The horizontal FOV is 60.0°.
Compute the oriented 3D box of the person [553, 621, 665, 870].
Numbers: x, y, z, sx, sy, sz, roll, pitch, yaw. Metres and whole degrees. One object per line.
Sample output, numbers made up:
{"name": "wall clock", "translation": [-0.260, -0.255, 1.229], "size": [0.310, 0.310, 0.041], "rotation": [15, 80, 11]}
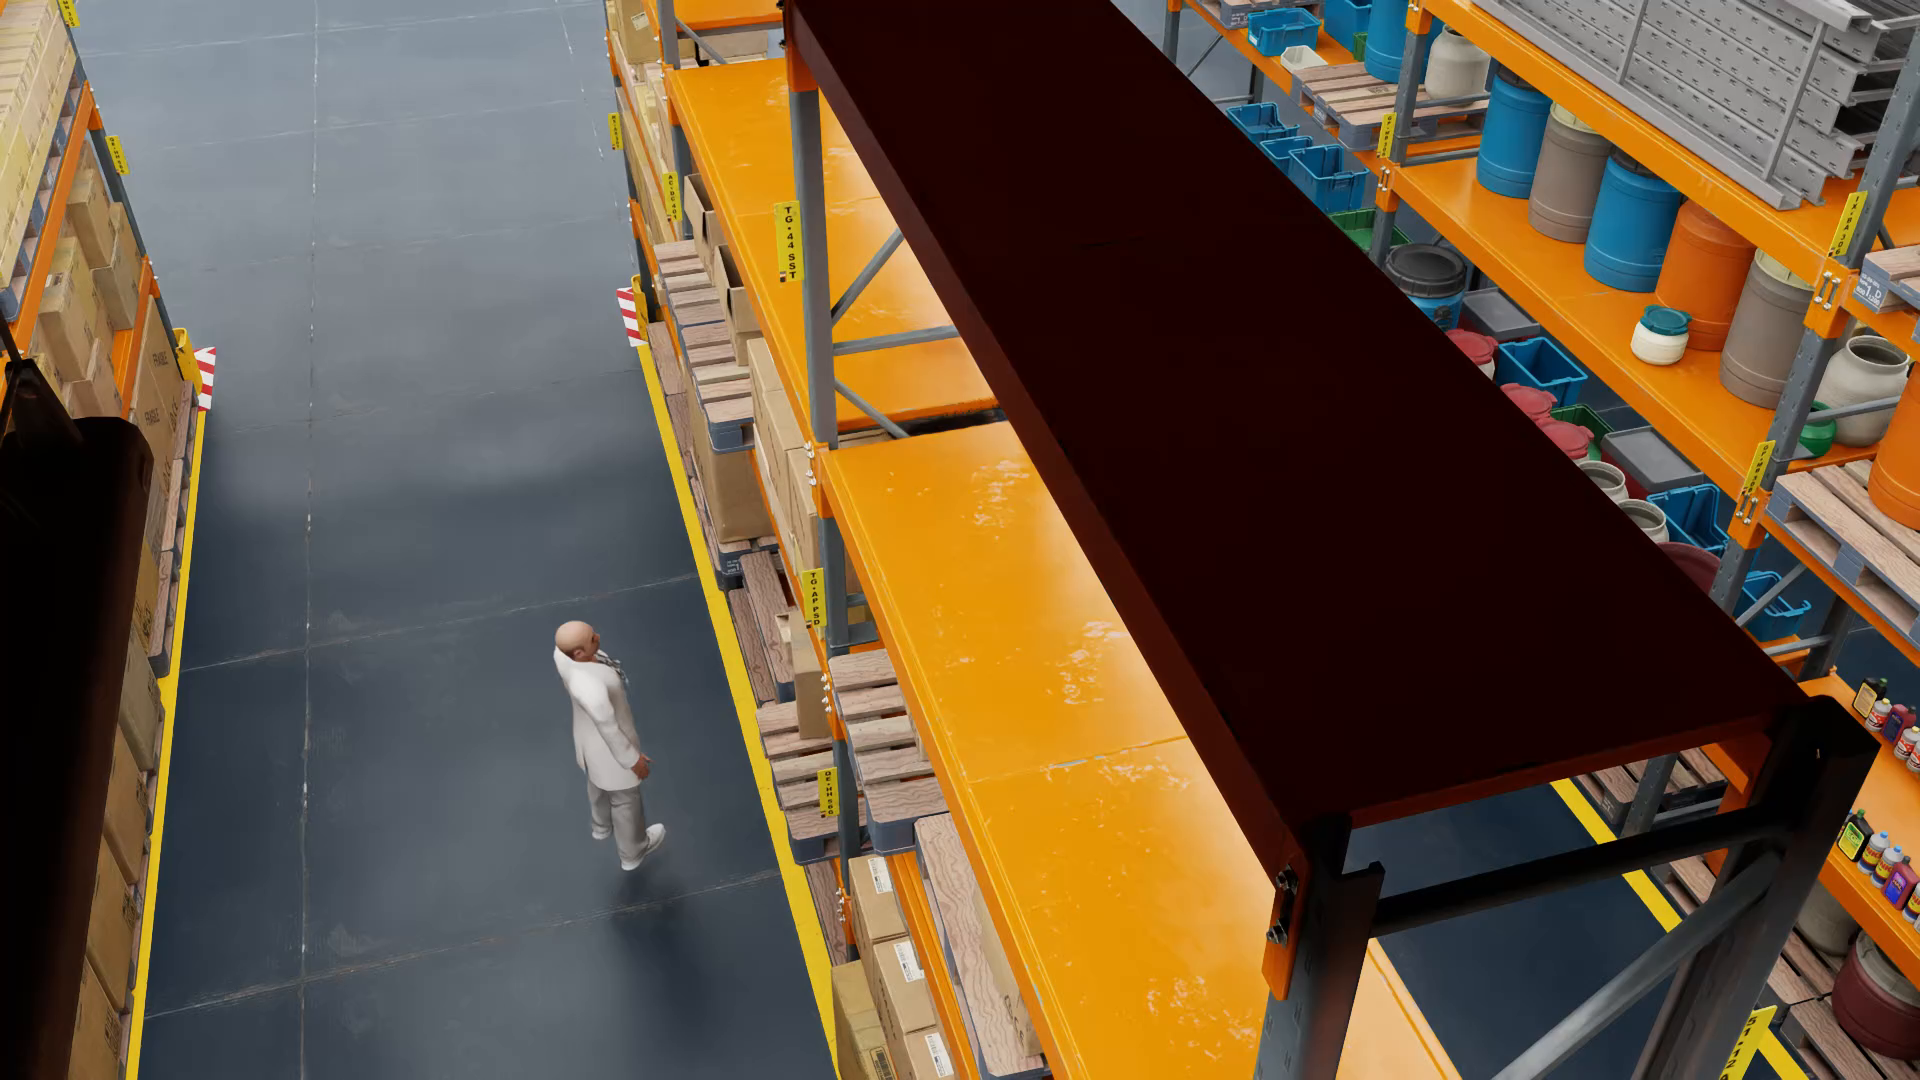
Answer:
{"name": "person", "translation": [-1.994, 1.123, 9.493], "size": [0.423, 1.783, 0.620], "rotation": [-26, 45, -29]}
